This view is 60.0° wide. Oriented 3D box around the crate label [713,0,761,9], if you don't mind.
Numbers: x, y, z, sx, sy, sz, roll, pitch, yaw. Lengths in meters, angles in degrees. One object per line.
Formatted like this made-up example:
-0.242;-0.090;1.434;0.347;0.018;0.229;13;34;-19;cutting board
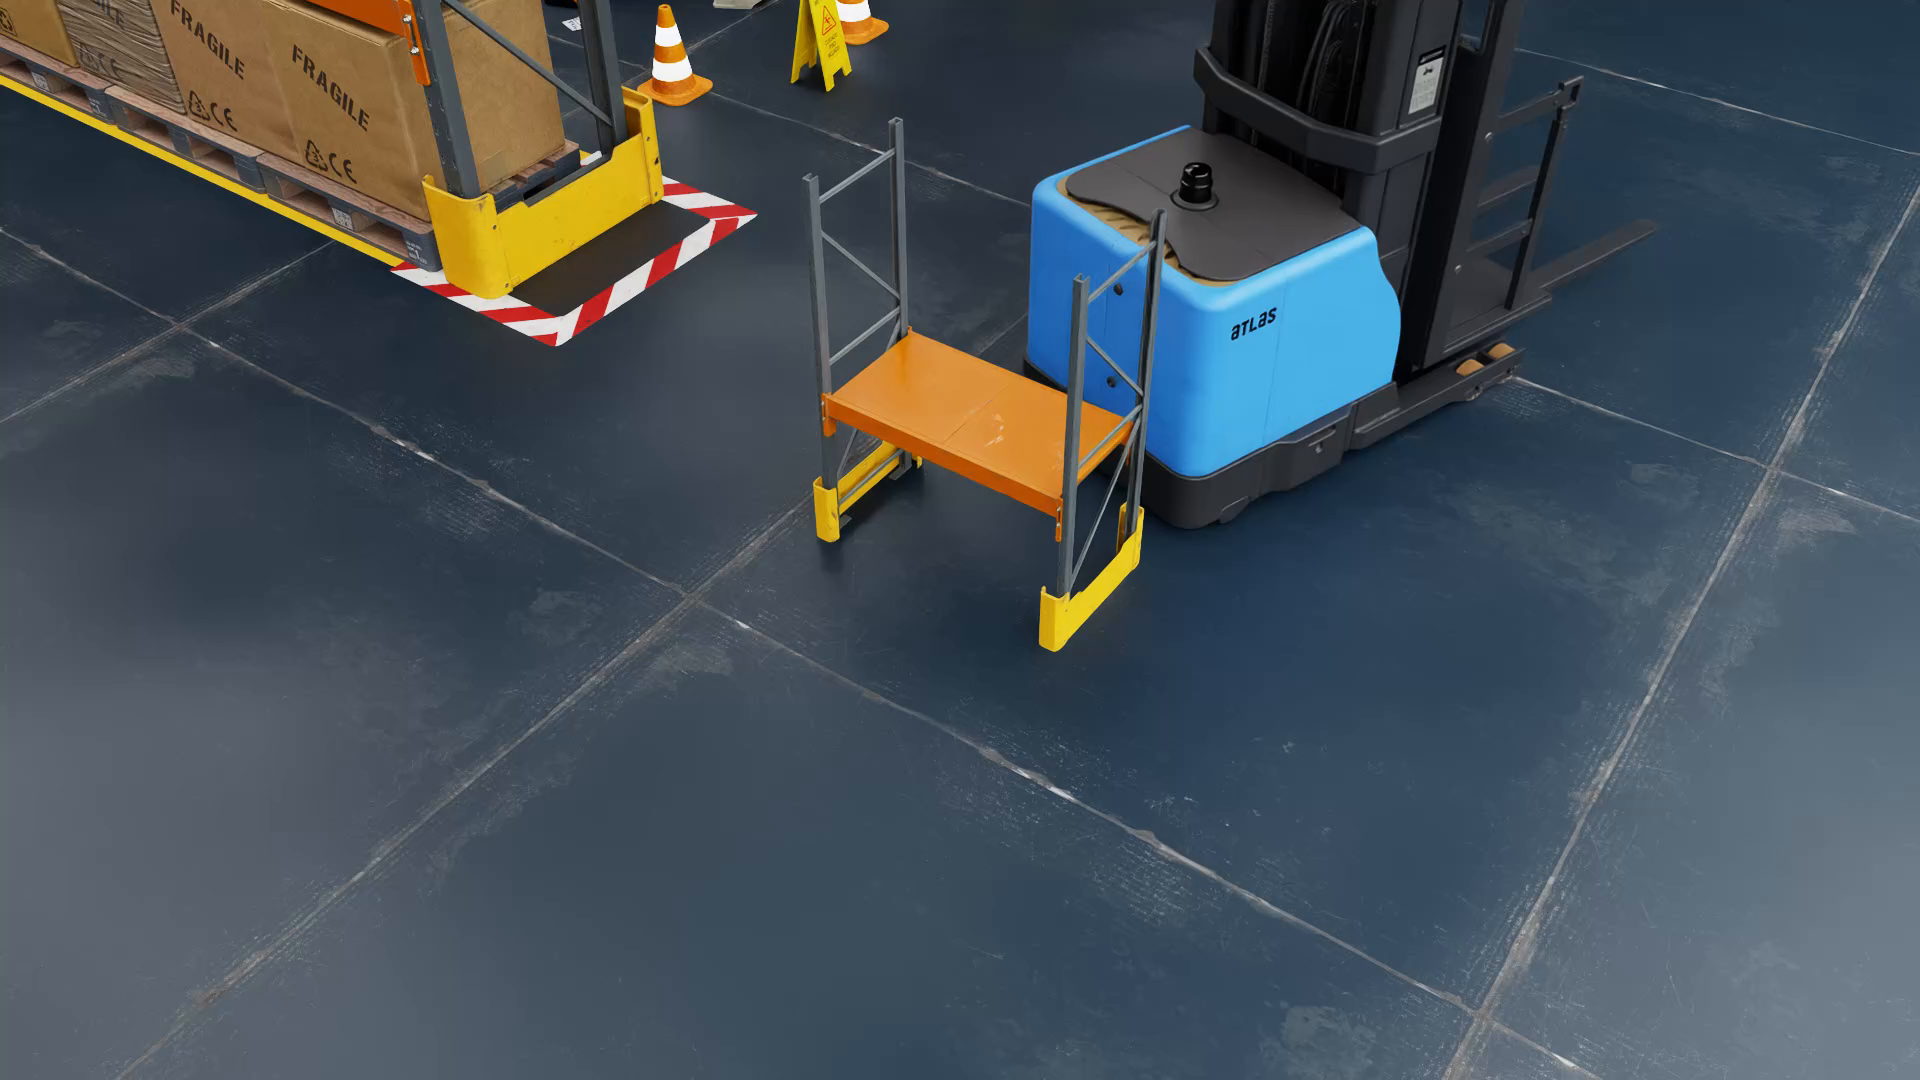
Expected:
-1.289;-3.238;9.766;0.298;0.136;0.250;3;42;4;crate label

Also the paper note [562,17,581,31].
-2.192;-2.977;9.555;0.144;0.017;0.142;-25;48;-25;paper note

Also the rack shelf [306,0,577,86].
-3.555;-3.070;7.971;4.000;0.370;1.077;25;48;25;rack shelf

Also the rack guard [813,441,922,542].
-0.345;-0.255;6.347;0.087;0.250;0.587;25;48;25;rack guard

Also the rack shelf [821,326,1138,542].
0.070;-0.392;5.833;1.000;0.185;0.538;25;48;25;rack shelf

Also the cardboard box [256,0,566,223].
-2.510;-2.161;7.694;0.875;0.875;0.875;25;48;26;cardboard box

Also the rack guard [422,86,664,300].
-1.897;-1.632;7.699;0.348;0.500;1.175;25;48;25;rack guard

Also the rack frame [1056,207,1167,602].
0.486;-0.332;5.496;0.032;1.500;0.500;25;48;25;rack frame

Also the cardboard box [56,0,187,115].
-3.977;-2.847;8.460;0.875;0.875;0.875;25;48;26;cardboard box

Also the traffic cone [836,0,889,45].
-0.609;-3.092;9.359;0.334;0.463;0.336;25;48;25;traffic cone

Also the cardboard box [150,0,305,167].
-3.232;-2.497;8.069;0.875;0.875;0.875;24;47;25;cardboard box

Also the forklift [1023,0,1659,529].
1.741;-1.931;6.210;3.031;2.935;1.130;-26;48;-26;forklift

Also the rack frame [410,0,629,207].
-1.917;-2.573;6.875;0.127;3.000;1.000;25;48;25;rack frame

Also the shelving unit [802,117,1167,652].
0.062;-0.530;5.717;1.083;1.500;0.587;25;48;25;shelving unit

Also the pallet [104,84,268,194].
-3.611;-2.264;8.622;1.213;0.211;1.003;25;48;25;pallet

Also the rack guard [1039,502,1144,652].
0.470;0.127;5.921;0.087;0.250;0.587;25;48;25;rack guard

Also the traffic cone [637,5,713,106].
-1.537;-2.606;8.815;0.334;0.463;0.336;25;48;25;traffic cone

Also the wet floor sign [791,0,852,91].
-0.757;-2.765;8.856;0.232;0.644;0.267;17;45;18;wet floor sign

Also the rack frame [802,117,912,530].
-0.346;-0.721;5.931;0.032;1.500;0.500;25;48;25;rack frame

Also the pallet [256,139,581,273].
-2.617;-1.797;8.100;1.213;0.211;1.003;25;48;25;pallet

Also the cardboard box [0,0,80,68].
-4.717;-3.190;8.844;0.875;0.875;0.875;26;48;26;cardboard box

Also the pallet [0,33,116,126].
-4.614;-2.731;9.144;1.213;0.211;1.003;25;48;25;pallet

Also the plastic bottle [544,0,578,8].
-2.350;-3.196;9.776;0.283;0.061;0.133;10;43;11;plastic bottle
